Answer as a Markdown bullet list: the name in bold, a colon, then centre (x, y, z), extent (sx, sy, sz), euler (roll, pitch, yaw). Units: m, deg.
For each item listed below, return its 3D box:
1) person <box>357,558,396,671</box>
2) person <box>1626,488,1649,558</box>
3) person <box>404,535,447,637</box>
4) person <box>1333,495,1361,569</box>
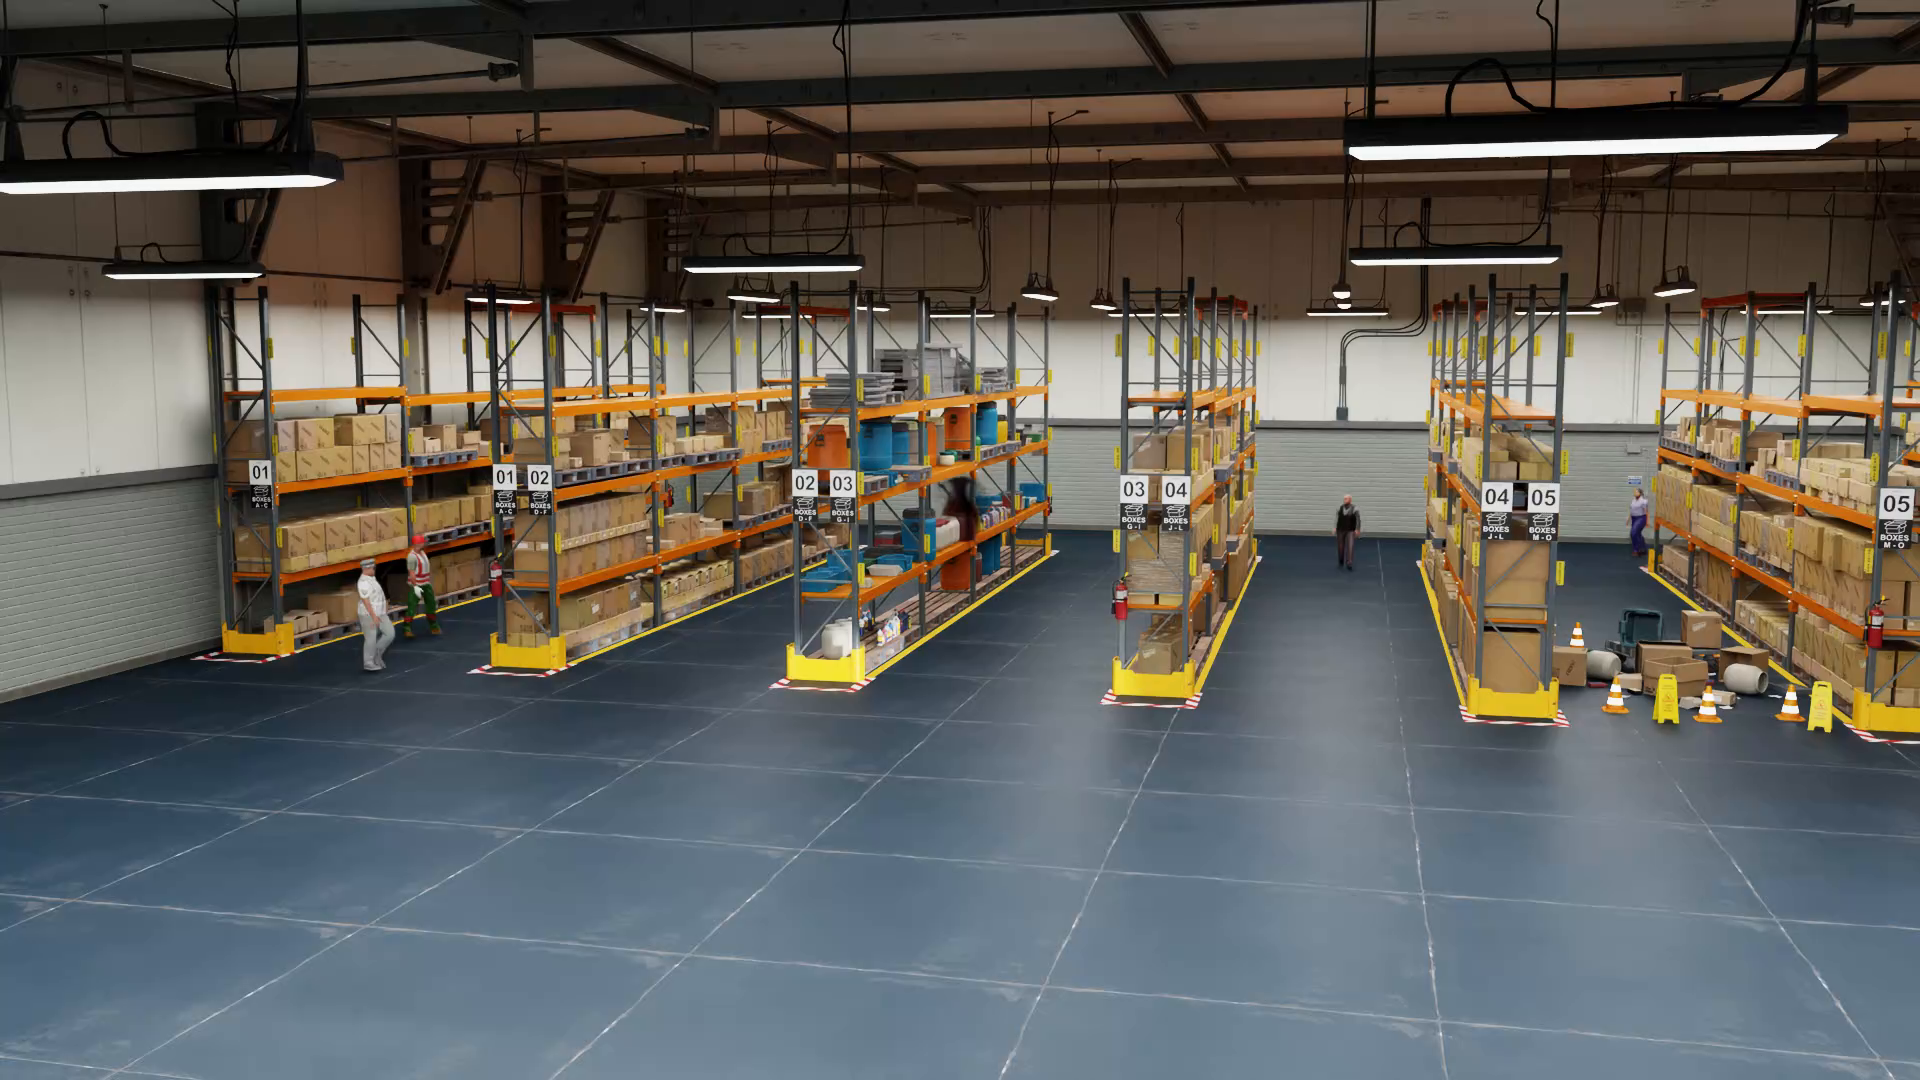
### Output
- **person**: centre (-9.117, 1.164, 25.785), extent (0.506, 1.768, 0.553), euler (3, 7, 24)
- **person**: centre (16.372, -0.406, 40.154), extent (0.553, 1.689, 0.482), euler (-1, 7, -8)
- **person**: centre (-9.386, 0.806, 28.994), extent (0.521, 1.821, 0.686), euler (2, 7, 20)
- **person**: centre (8.835, -0.197, 37.985), extent (0.627, 1.684, 0.988), euler (1, 7, 11)
